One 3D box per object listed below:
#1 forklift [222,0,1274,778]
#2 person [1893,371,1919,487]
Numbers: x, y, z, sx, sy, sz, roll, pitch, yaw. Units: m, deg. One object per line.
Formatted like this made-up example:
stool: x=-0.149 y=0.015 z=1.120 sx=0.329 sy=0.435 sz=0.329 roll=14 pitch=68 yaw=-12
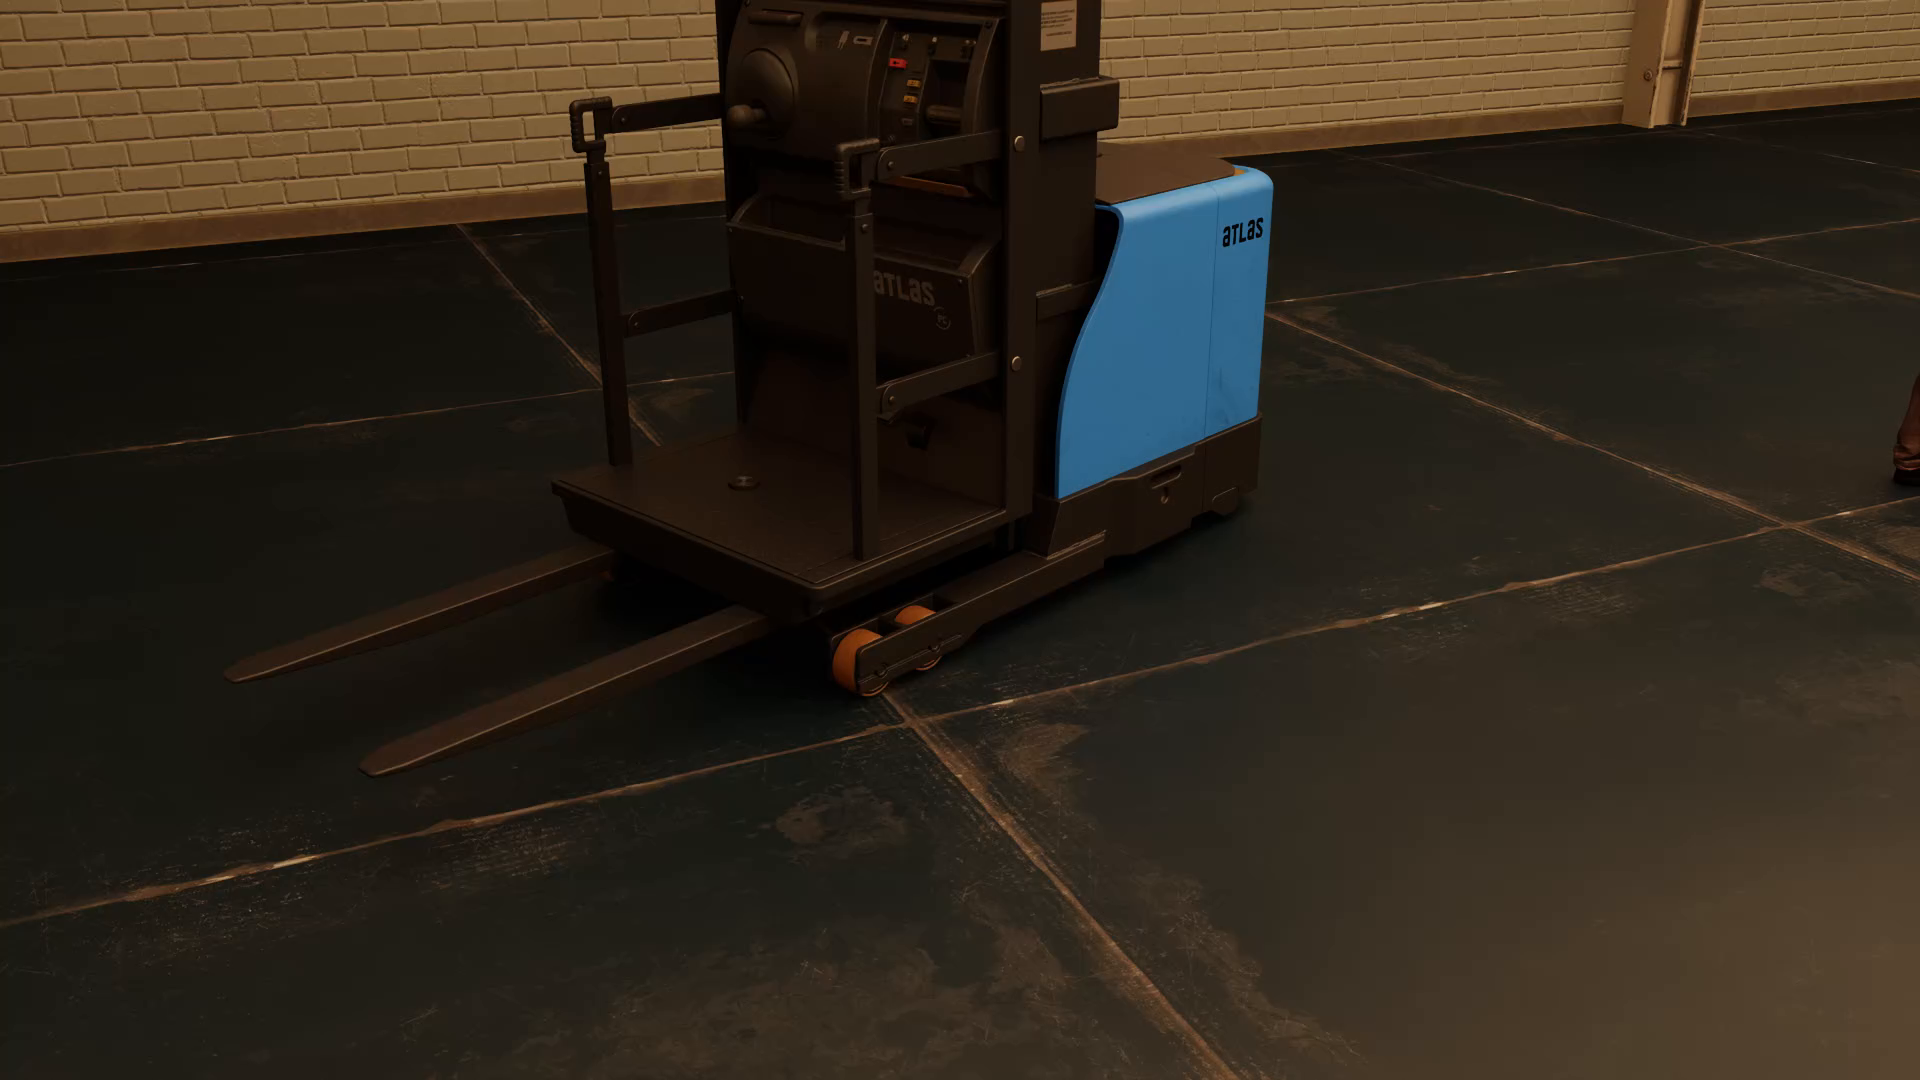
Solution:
forklift: x=-0.413 y=-1.182 z=4.131 sx=1.130 sy=2.935 sz=3.031 roll=19 pitch=29 yaw=39
person: x=3.232 y=-0.951 z=5.156 sx=0.424 sy=1.720 sz=0.594 roll=-3 pitch=23 yaw=-8
